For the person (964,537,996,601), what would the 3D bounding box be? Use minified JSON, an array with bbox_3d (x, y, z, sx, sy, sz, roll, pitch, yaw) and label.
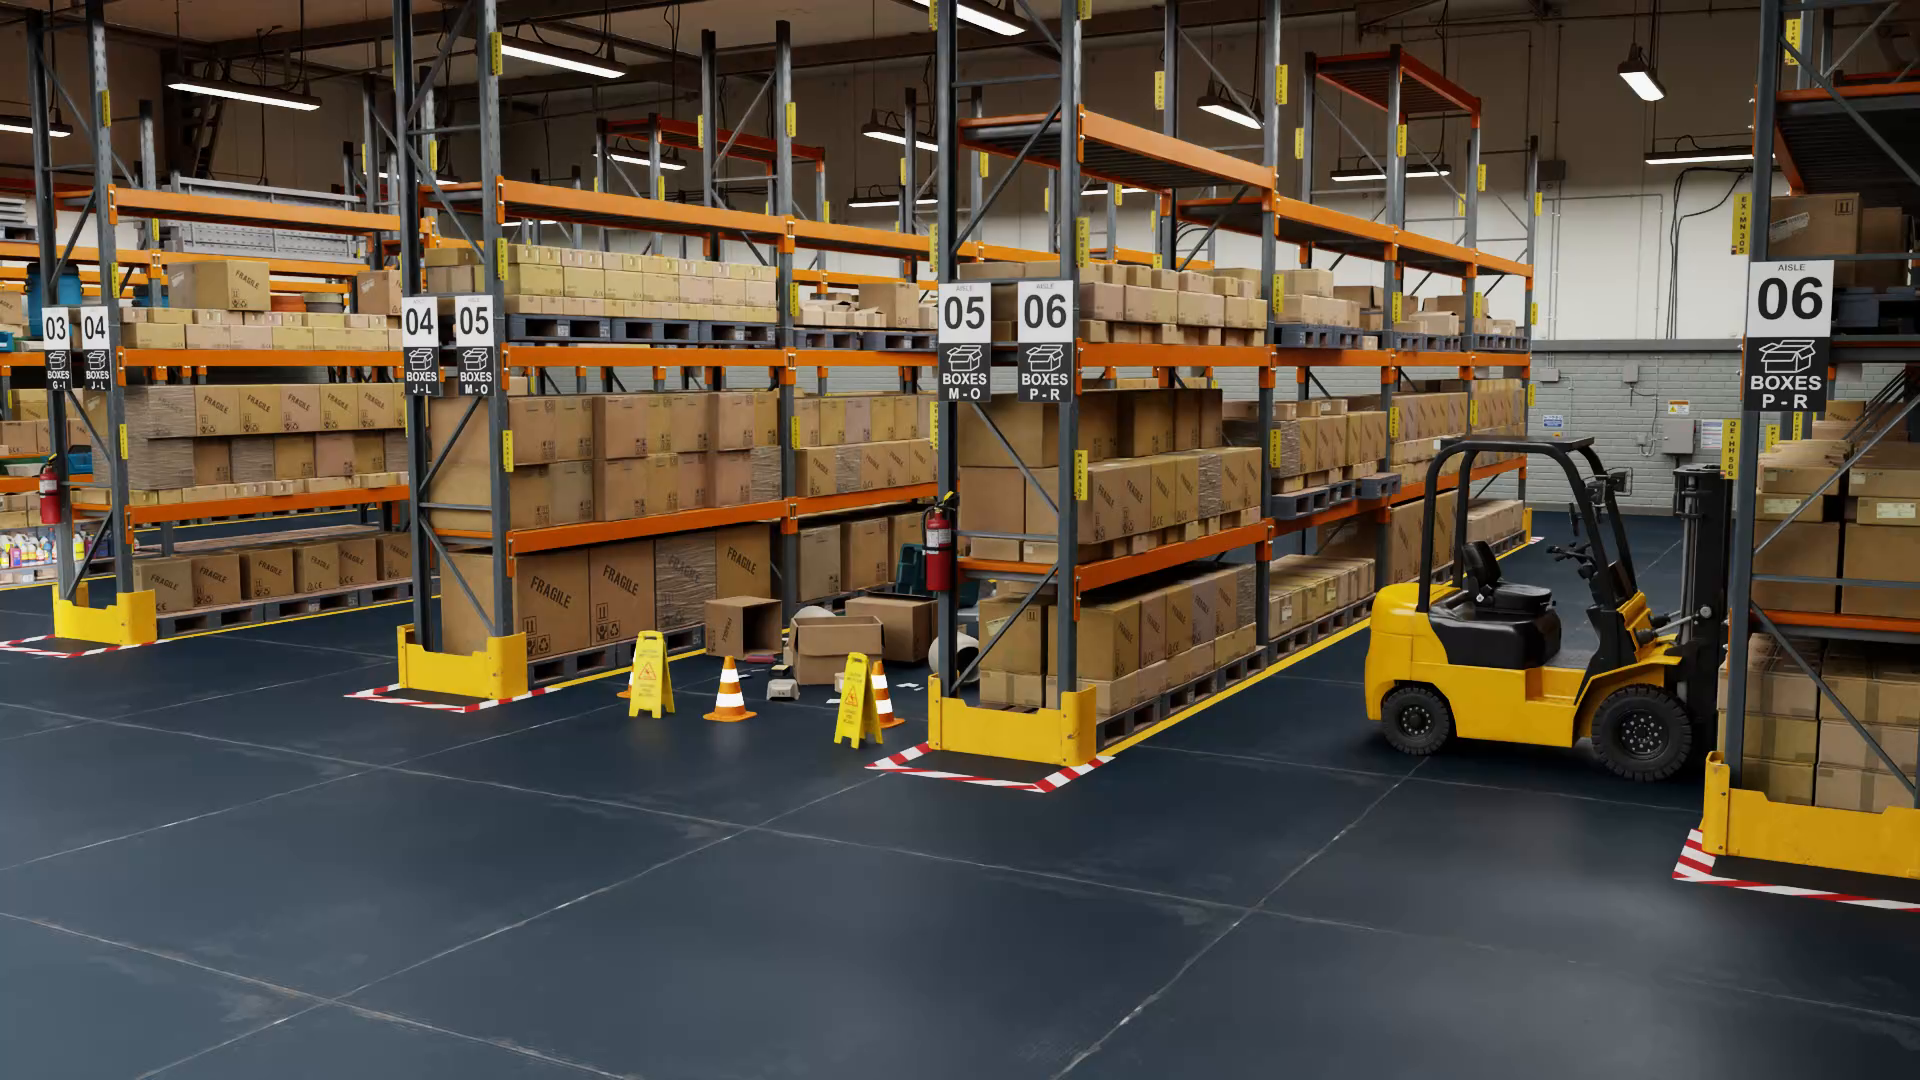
[{"bbox_3d":[0.257,-0.095,18.237,0.886,1.627,0.569,-6,8,-43],"label":"person"}]
